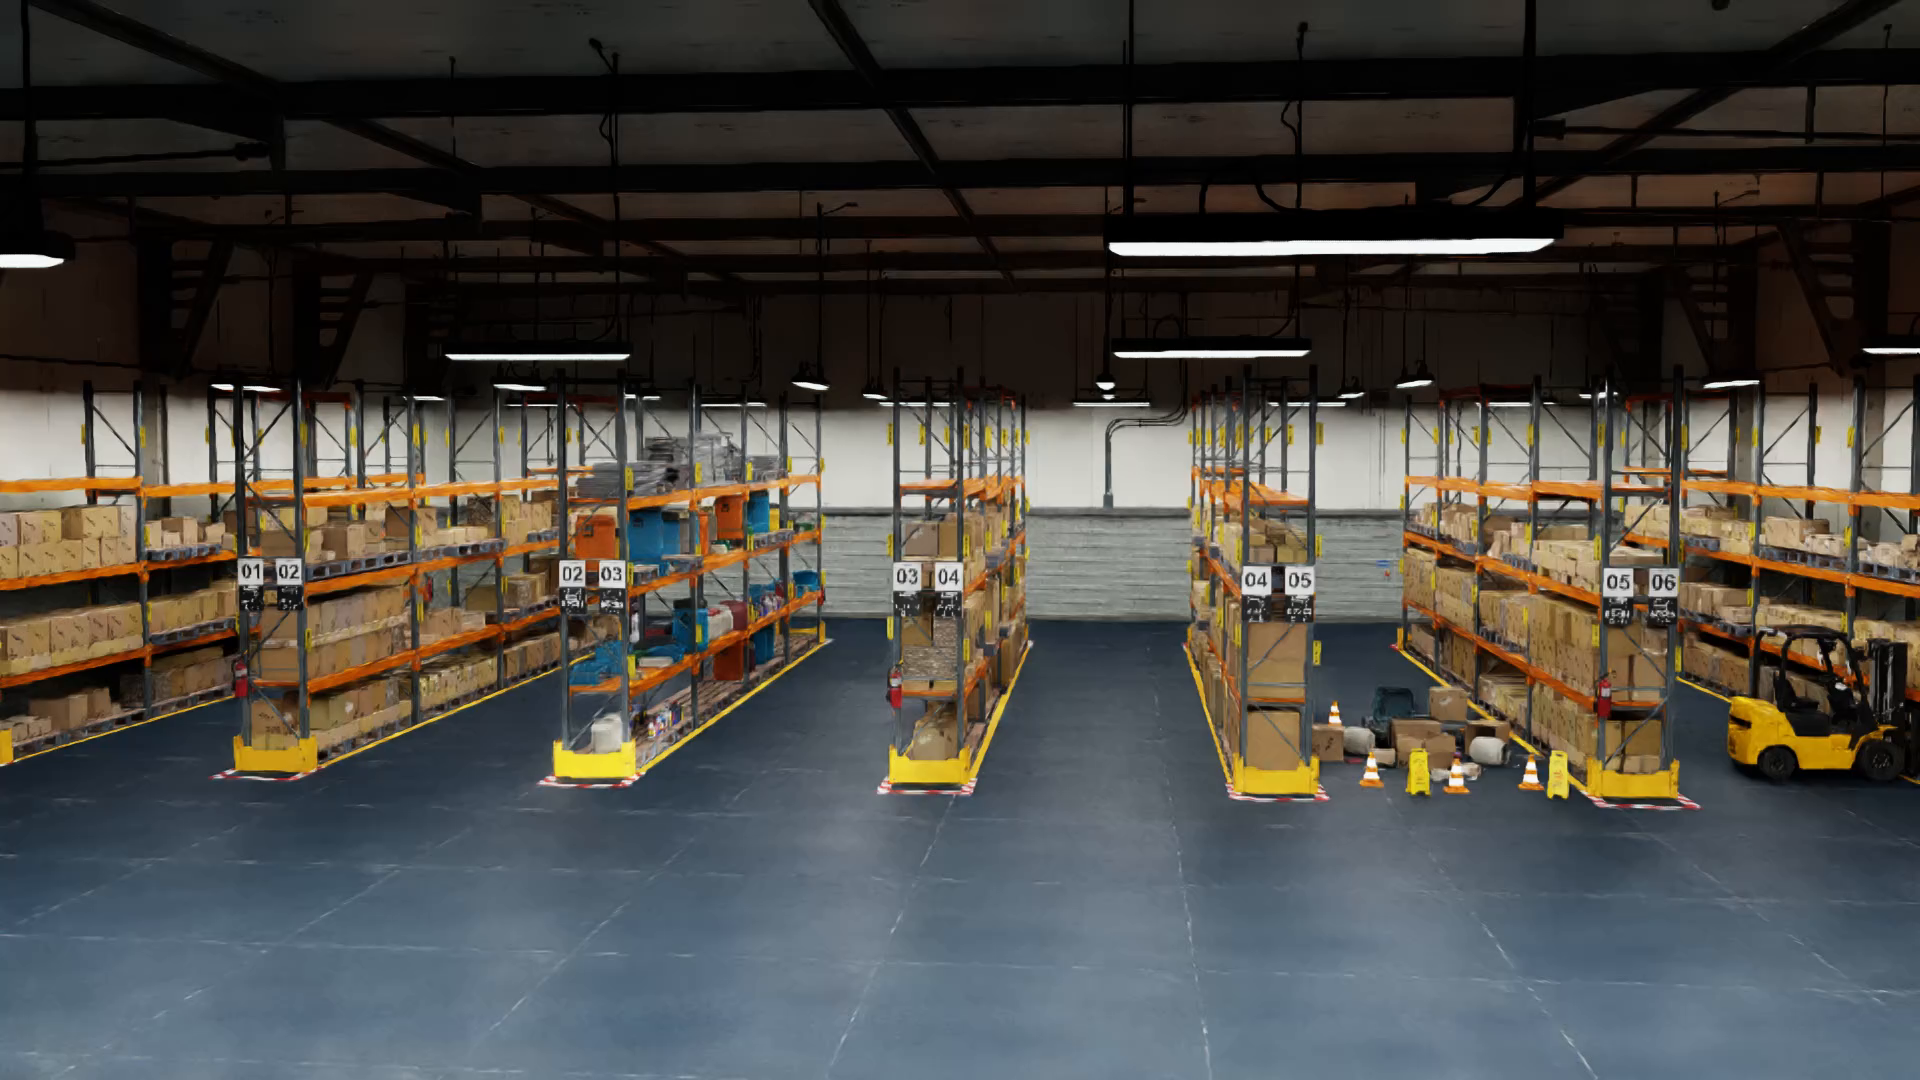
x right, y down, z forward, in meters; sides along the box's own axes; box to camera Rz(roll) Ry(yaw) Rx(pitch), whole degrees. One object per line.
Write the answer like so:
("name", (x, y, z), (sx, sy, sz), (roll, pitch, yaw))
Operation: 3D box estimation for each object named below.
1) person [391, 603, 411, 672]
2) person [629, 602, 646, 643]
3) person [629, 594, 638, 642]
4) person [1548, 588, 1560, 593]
("person", (-11.066, 2.085, 33.100), (0.729, 1.733, 0.546), (0, 4, 5))
("person", (-6.439, 2.073, 33.472), (0.416, 1.676, 0.537), (-2, 4, -24))
("person", (-7.586, 1.725, 38.428), (0.514, 1.778, 0.635), (-1, 4, -22))
("person", (14.533, 1.742, 40.468), (0.423, 1.475, 0.561), (-1, 4, -20))
